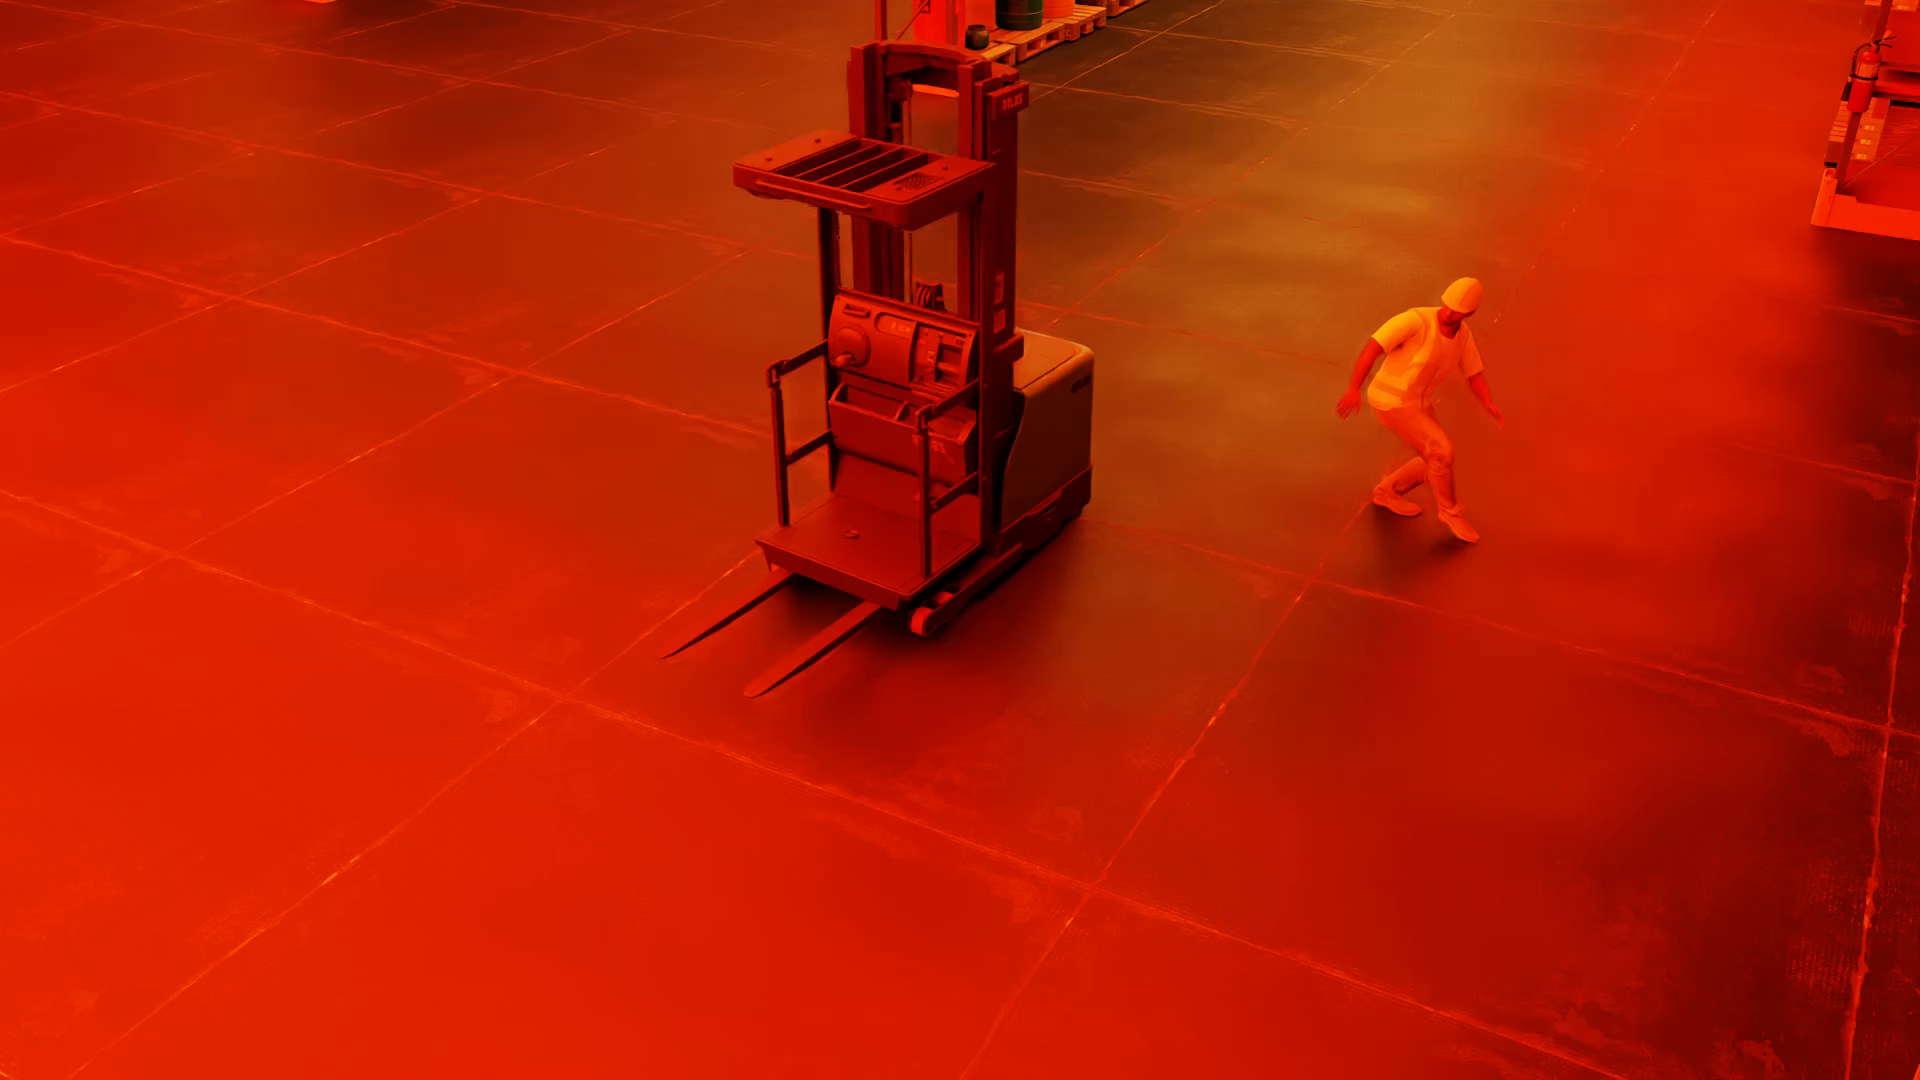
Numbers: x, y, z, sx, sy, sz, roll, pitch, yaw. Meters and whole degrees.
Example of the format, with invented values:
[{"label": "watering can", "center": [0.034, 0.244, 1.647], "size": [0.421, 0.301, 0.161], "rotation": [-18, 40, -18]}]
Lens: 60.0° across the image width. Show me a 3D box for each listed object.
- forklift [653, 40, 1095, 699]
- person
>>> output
[{"label": "forklift", "center": [-0.440, -1.011, 8.823], "size": [1.130, 2.935, 3.031], "rotation": [19, 35, 30]}, {"label": "person", "center": [2.756, -0.758, 9.753], "size": [0.806, 1.583, 0.822], "rotation": [-25, 39, -37]}]
